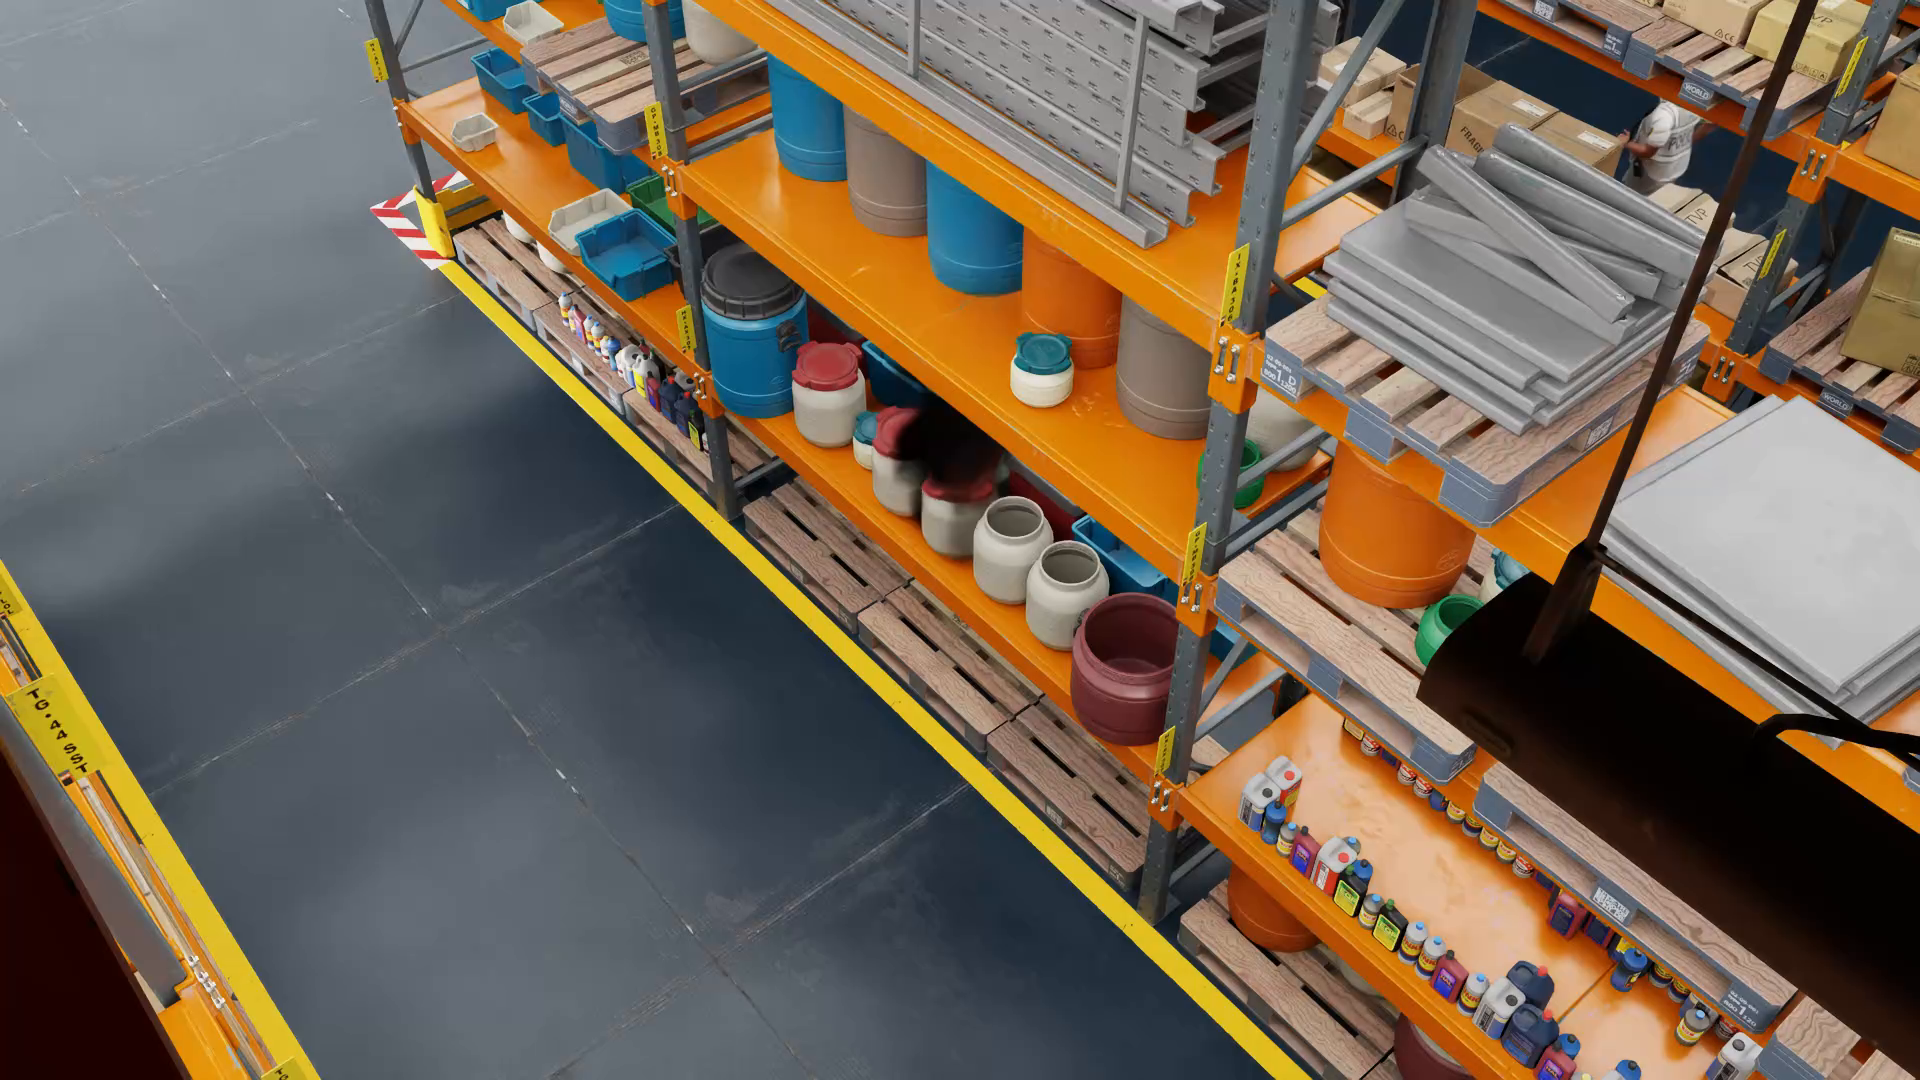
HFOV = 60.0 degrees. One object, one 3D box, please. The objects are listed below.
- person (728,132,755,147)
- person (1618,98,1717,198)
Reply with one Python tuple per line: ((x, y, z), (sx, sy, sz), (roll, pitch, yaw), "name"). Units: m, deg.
((-1.793, -3.501, 13.093), (0.660, 1.764, 0.679), (30, 53, 25), "person")
((5.220, -2.823, 12.466), (0.692, 1.755, 0.611), (-29, 53, -25), "person")
